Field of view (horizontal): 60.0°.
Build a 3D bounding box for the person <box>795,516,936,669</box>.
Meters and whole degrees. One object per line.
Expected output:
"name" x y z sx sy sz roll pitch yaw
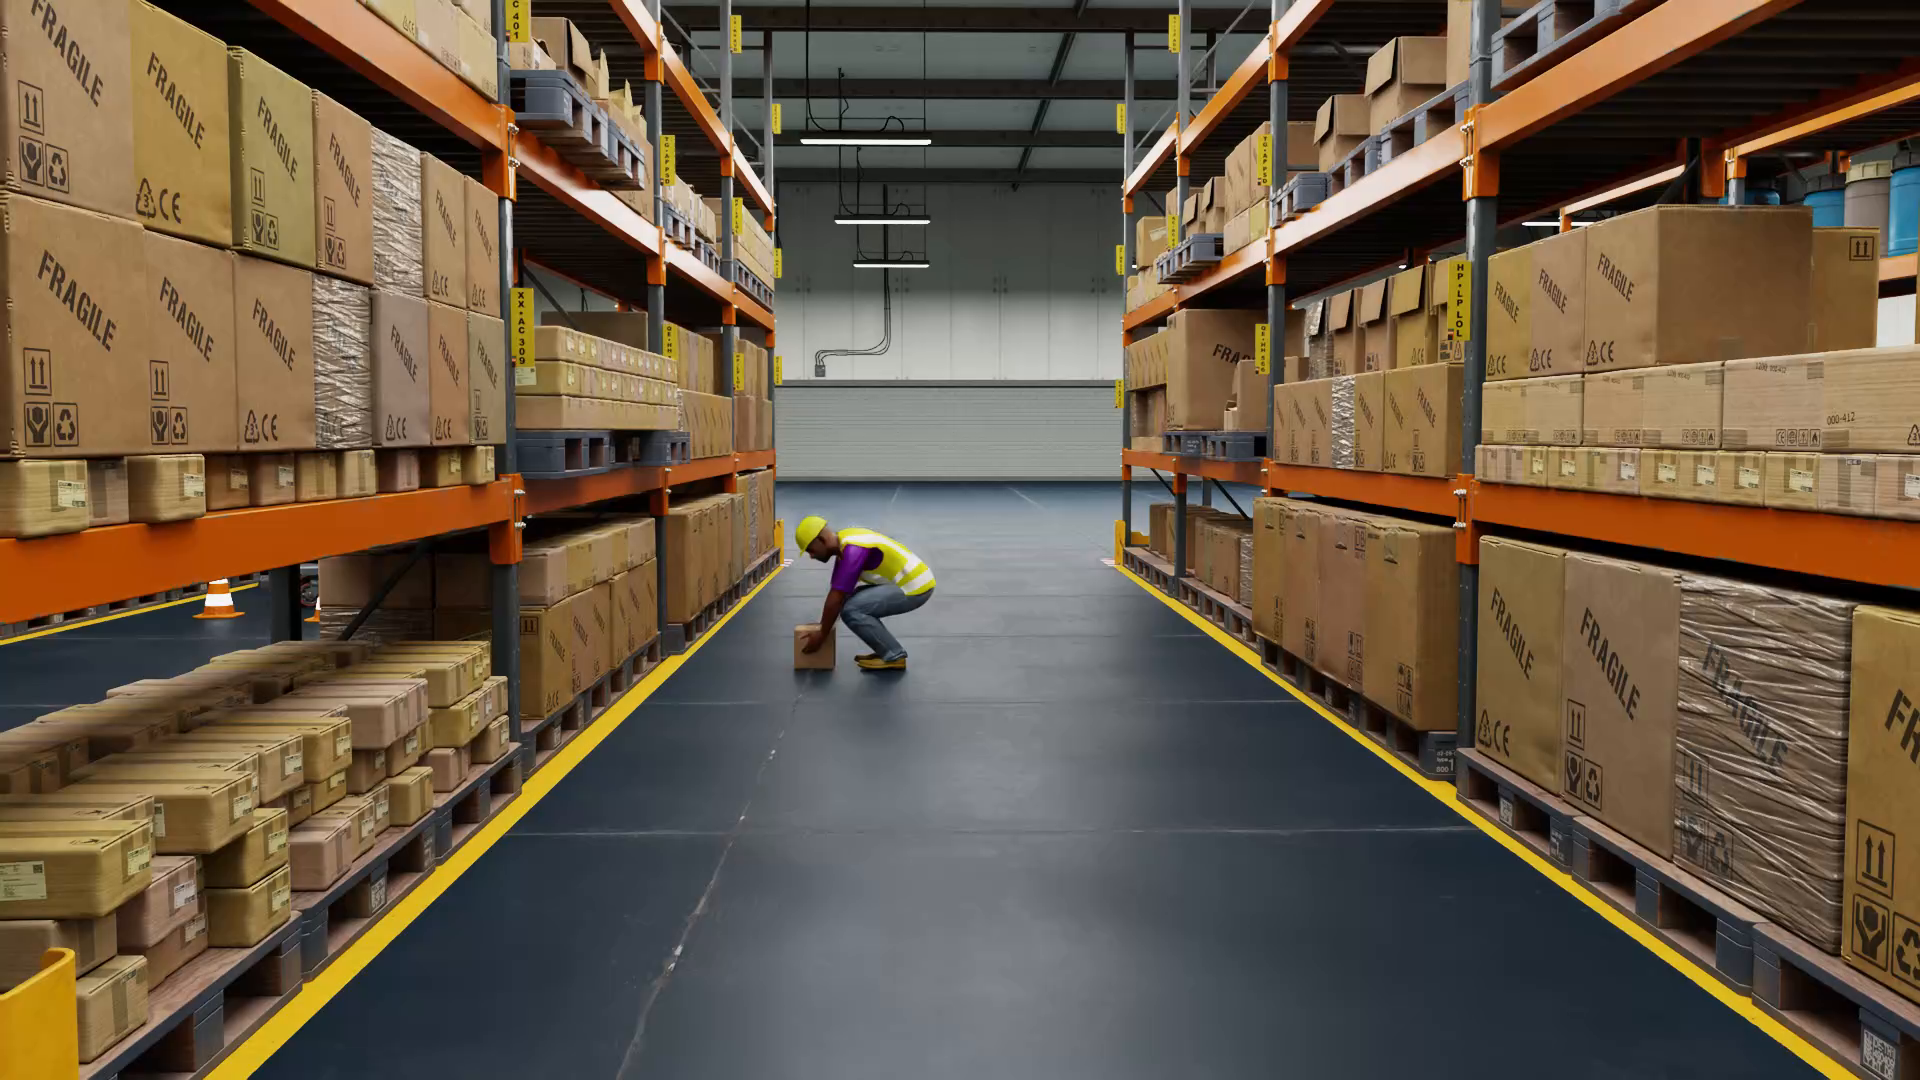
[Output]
"person" -0.599 0.331 10.598 0.892 0.976 0.581 0 4 -2
